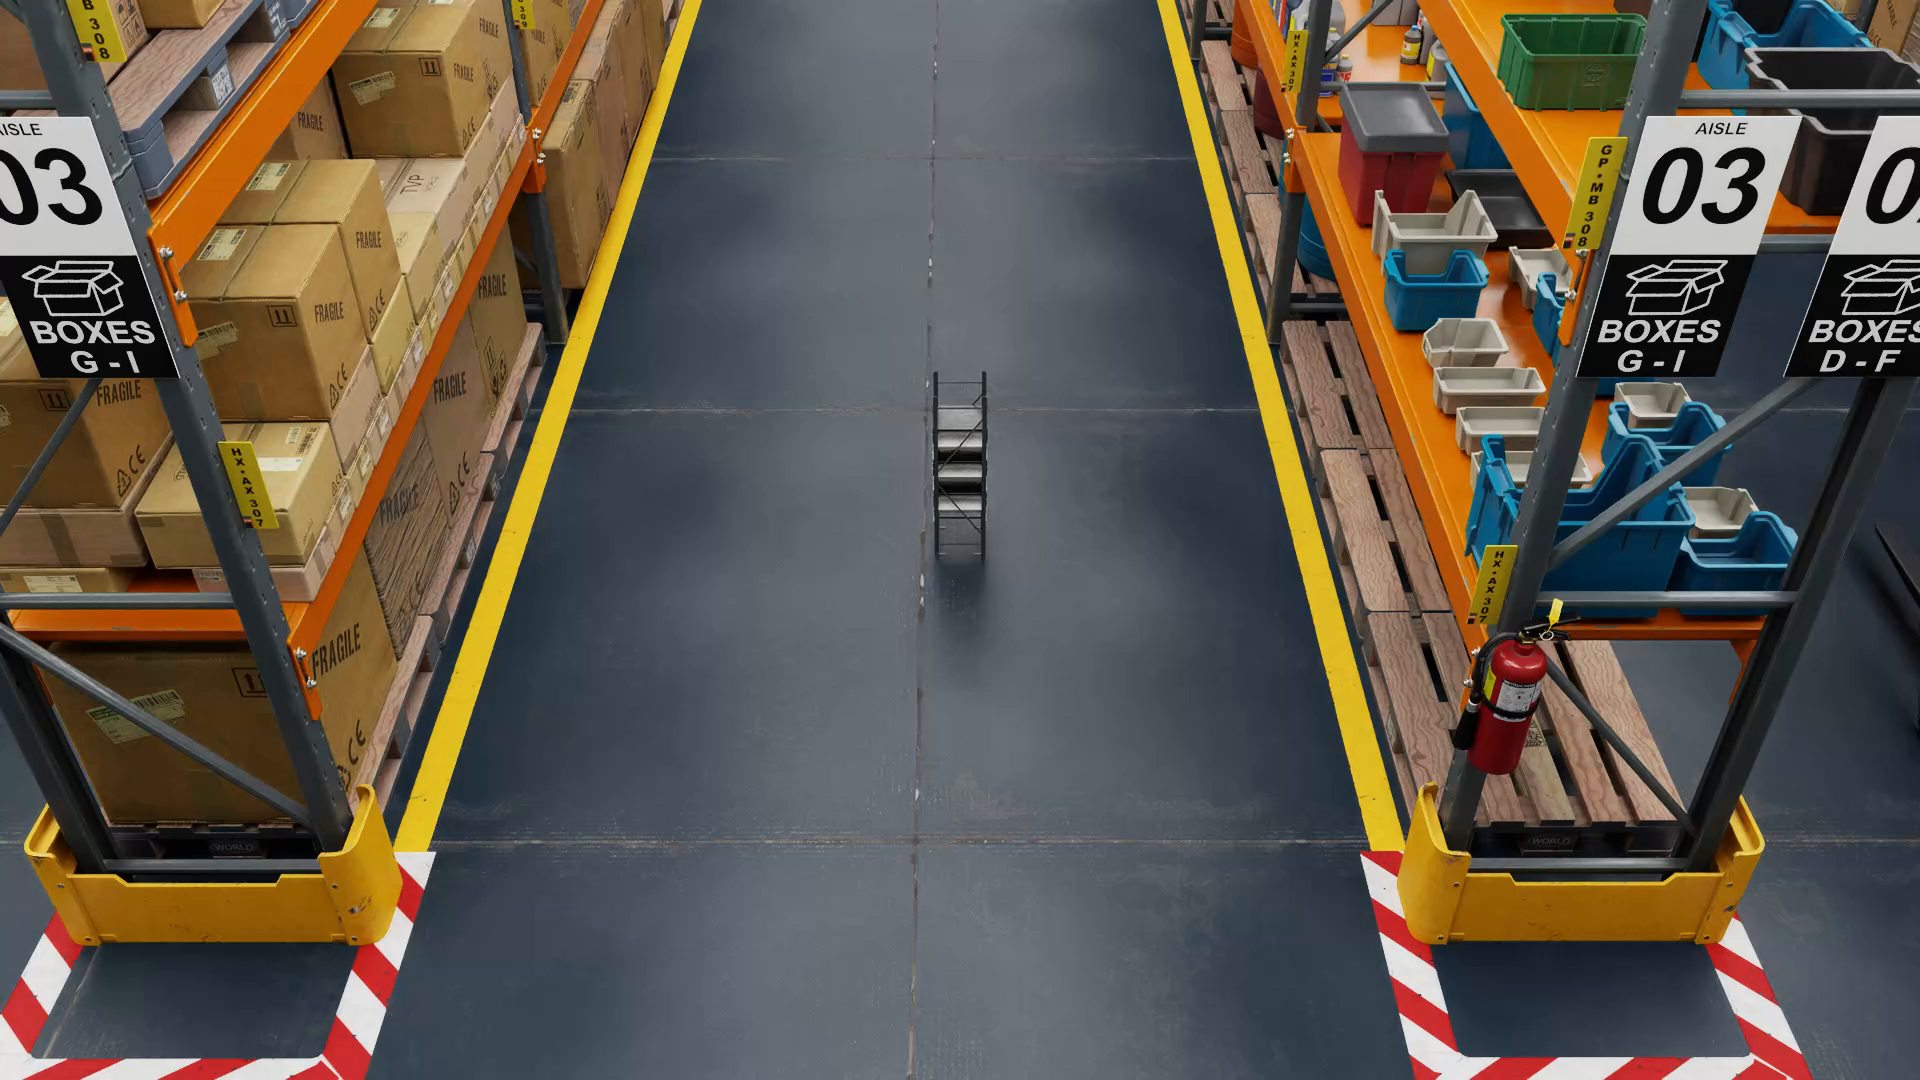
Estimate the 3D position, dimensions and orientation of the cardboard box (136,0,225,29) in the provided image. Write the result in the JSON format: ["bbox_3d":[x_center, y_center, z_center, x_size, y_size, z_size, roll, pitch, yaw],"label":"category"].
[{"bbox_3d":[-2.647,-1.888,5.058,0.700,0.500,0.500,-1,39,-2],"label":"cardboard box"}]

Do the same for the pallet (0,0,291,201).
[{"bbox_3d":[-2.724,-1.398,5.014,1.003,0.211,1.213,0,39,0],"label":"pallet"}]

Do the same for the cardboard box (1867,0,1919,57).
[{"bbox_3d":[6.899,-3.717,11.882,0.500,0.500,0.500,2,39,2],"label":"cardboard box"}]

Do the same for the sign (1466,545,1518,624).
[{"bbox_3d":[1.690,0.145,5.285,0.100,0.325,0.005,0,39,0],"label":"sign"}]

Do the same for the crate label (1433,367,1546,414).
[{"bbox_3d":[2.048,-0.587,6.493,0.396,0.136,0.243,0,39,0],"label":"crate label"}]

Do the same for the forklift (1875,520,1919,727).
[{"bbox_3d":[4.564,-0.111,5.790,1.130,2.935,3.031,1,39,1],"label":"forklift"}]

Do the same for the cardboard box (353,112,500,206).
[{"bbox_3d":[-2.451,-1.758,7.672,0.500,0.250,0.500,1,39,1],"label":"cardboard box"}]

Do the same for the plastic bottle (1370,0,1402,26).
[{"bbox_3d":[2.463,-3.123,9.594,0.152,0.276,0.135,0,39,0],"label":"plastic bottle"}]

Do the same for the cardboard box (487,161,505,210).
[{"bbox_3d":[-2.389,-1.690,7.906,0.380,0.149,0.250,-1,39,-1],"label":"cardboard box"}]

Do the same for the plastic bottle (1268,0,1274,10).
[{"bbox_3d":[1.911,-3.274,9.781,0.152,0.276,0.135,0,39,0],"label":"plastic bottle"}]

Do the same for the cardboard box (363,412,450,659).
[{"bbox_3d":[-2.794,-0.102,7.088,0.875,0.875,0.875,0,39,0],"label":"cardboard box"}]

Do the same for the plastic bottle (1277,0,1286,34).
[{"bbox_3d":[1.911,-3.045,9.495,0.152,0.276,0.135,0,39,0],"label":"plastic bottle"}]

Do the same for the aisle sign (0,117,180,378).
[{"bbox_3d":[-2.413,-0.768,4.476,0.394,0.787,0.004,0,39,0],"label":"aisle sign"}]

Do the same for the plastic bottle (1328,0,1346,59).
[{"bbox_3d":[2.052,-2.859,9.203,0.144,0.351,0.185,0,39,0],"label":"plastic bottle"}]

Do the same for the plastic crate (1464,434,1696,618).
[{"bbox_3d":[2.053,-0.048,5.581,0.616,0.435,0.499,0,39,0],"label":"plastic crate"}]

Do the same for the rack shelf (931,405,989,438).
[{"bbox_3d":[0.000,-0.531,7.560,0.258,0.077,0.200,0,39,0],"label":"rack shelf"}]

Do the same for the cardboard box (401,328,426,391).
[{"bbox_3d":[-2.387,-0.726,6.704,0.380,0.149,0.250,0,39,-1],"label":"cardboard box"}]

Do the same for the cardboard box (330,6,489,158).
[{"bbox_3d":[-2.453,-2.049,7.436,0.500,0.500,0.500,0,39,0],"label":"cardboard box"}]

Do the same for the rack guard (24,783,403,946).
[{"bbox_3d":[-2.713,1.192,6.108,1.175,0.500,0.348,0,39,0],"label":"rack guard"}]

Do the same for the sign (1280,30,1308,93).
[{"bbox_3d":[1.686,-2.412,8.385,0.100,0.325,0.005,0,39,0],"label":"sign"}]

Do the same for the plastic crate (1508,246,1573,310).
[{"bbox_3d":[2.538,-1.135,7.176,0.293,0.136,0.466,0,39,0],"label":"plastic crate"}]

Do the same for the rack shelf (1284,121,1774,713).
[{"bbox_3d":[2.238,-0.772,7.135,1.077,0.370,4.000,0,39,0],"label":"rack shelf"}]

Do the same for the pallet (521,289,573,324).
[{"bbox_3d":[-2.793,-1.694,9.940,1.003,0.211,1.213,0,39,0],"label":"pallet"}]

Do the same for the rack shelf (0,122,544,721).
[{"bbox_3d":[-2.715,-0.768,7.131,1.077,0.370,4.000,0,39,0],"label":"rack shelf"}]

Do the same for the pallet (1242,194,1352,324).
[{"bbox_3d":[2.277,-1.697,9.945,1.003,0.211,1.213,0,39,0],"label":"pallet"}]

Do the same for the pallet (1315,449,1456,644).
[{"bbox_3d":[2.280,0.010,7.815,1.003,0.211,1.213,0,39,0],"label":"pallet"}]

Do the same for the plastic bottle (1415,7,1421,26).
[{"bbox_3d":[2.661,-3.043,9.487,0.061,0.283,0.133,0,39,0],"label":"plastic bottle"}]

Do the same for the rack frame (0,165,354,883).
[{"bbox_3d":[-2.713,0.202,5.345,1.000,3.000,0.127,0,39,0],"label":"rack frame"}]

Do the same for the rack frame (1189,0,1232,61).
[{"bbox_3d":[2.231,-4.804,11.592,1.000,3.000,0.127,0,39,0],"label":"rack frame"}]

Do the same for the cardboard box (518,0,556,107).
[{"bbox_3d":[-2.468,-2.626,8.794,0.500,0.500,0.500,0,39,0],"label":"cardboard box"}]

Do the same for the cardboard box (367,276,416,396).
[{"bbox_3d":[-2.447,-0.795,6.471,0.500,0.250,0.500,-1,39,-2],"label":"cardboard box"}]

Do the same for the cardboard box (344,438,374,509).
[{"bbox_3d":[-2.385,-0.243,6.101,0.380,0.149,0.250,-1,39,-1],"label":"cardboard box"}]

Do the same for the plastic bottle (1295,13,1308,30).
[{"bbox_3d":[1.912,-2.729,9.102,0.152,0.276,0.135,0,39,0],"label":"plastic bottle"}]

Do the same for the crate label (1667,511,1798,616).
[{"bbox_3d":[2.569,0.086,5.576,0.416,0.233,0.303,0,39,0],"label":"crate label"}]

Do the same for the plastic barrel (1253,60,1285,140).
[{"bbox_3d":[2.250,-3.015,10.952,0.600,0.588,0.708,0,39,0],"label":"plastic barrel"}]

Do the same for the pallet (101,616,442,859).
[{"bbox_3d":[-2.792,0.790,6.841,1.003,0.211,1.213,0,39,0],"label":"pallet"}]

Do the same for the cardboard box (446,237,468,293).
[{"bbox_3d":[-2.387,-1.207,7.304,0.380,0.149,0.250,-1,39,-1],"label":"cardboard box"}]

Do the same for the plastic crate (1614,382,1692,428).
[{"bbox_3d":[2.651,-0.502,6.386,0.250,0.136,0.298,0,39,0],"label":"plastic crate"}]

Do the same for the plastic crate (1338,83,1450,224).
[{"bbox_3d":[1.986,-1.793,7.735,0.402,0.464,0.583,0,39,0],"label":"plastic crate"}]

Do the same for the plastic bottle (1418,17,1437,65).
[{"bbox_3d":[2.616,-2.773,9.157,0.152,0.276,0.135,0,39,0],"label":"plastic bottle"}]

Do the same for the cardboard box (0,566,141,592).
[{"bbox_3d":[-3.042,0.077,5.701,0.380,0.149,0.250,1,39,1],"label":"cardboard box"}]

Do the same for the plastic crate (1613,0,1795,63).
[{"bbox_3d":[2.513,-1.904,5.623,0.504,0.338,0.767,0,39,0],"label":"plastic crate"}]

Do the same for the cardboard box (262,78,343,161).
[{"bbox_3d":[-2.974,-1.717,7.021,0.500,0.500,0.500,-1,39,-1],"label":"cardboard box"}]

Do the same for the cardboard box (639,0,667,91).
[{"bbox_3d":[-2.742,-3.704,11.582,1.225,0.875,0.875,-2,39,-2],"label":"cardboard box"}]

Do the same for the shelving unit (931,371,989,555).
[{"bbox_3d":[0.000,-0.346,7.708,0.258,0.900,0.210,0,39,0],"label":"shelving unit"}]

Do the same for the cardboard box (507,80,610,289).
[{"bbox_3d":[-2.738,-2.034,9.499,1.225,0.875,0.875,0,39,0],"label":"cardboard box"}]

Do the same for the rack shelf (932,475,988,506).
[{"bbox_3d":[0.000,-0.250,7.785,0.258,0.077,0.200,0,39,0],"label":"rack shelf"}]

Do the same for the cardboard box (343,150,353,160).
[{"bbox_3d":[-2.983,-1.752,7.665,0.500,0.250,0.500,0,39,0],"label":"cardboard box"}]

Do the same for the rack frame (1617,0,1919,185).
[{"bbox_3d":[2.240,-2.143,3.473,1.000,3.000,0.127,0,39,0],"label":"rack frame"}]
